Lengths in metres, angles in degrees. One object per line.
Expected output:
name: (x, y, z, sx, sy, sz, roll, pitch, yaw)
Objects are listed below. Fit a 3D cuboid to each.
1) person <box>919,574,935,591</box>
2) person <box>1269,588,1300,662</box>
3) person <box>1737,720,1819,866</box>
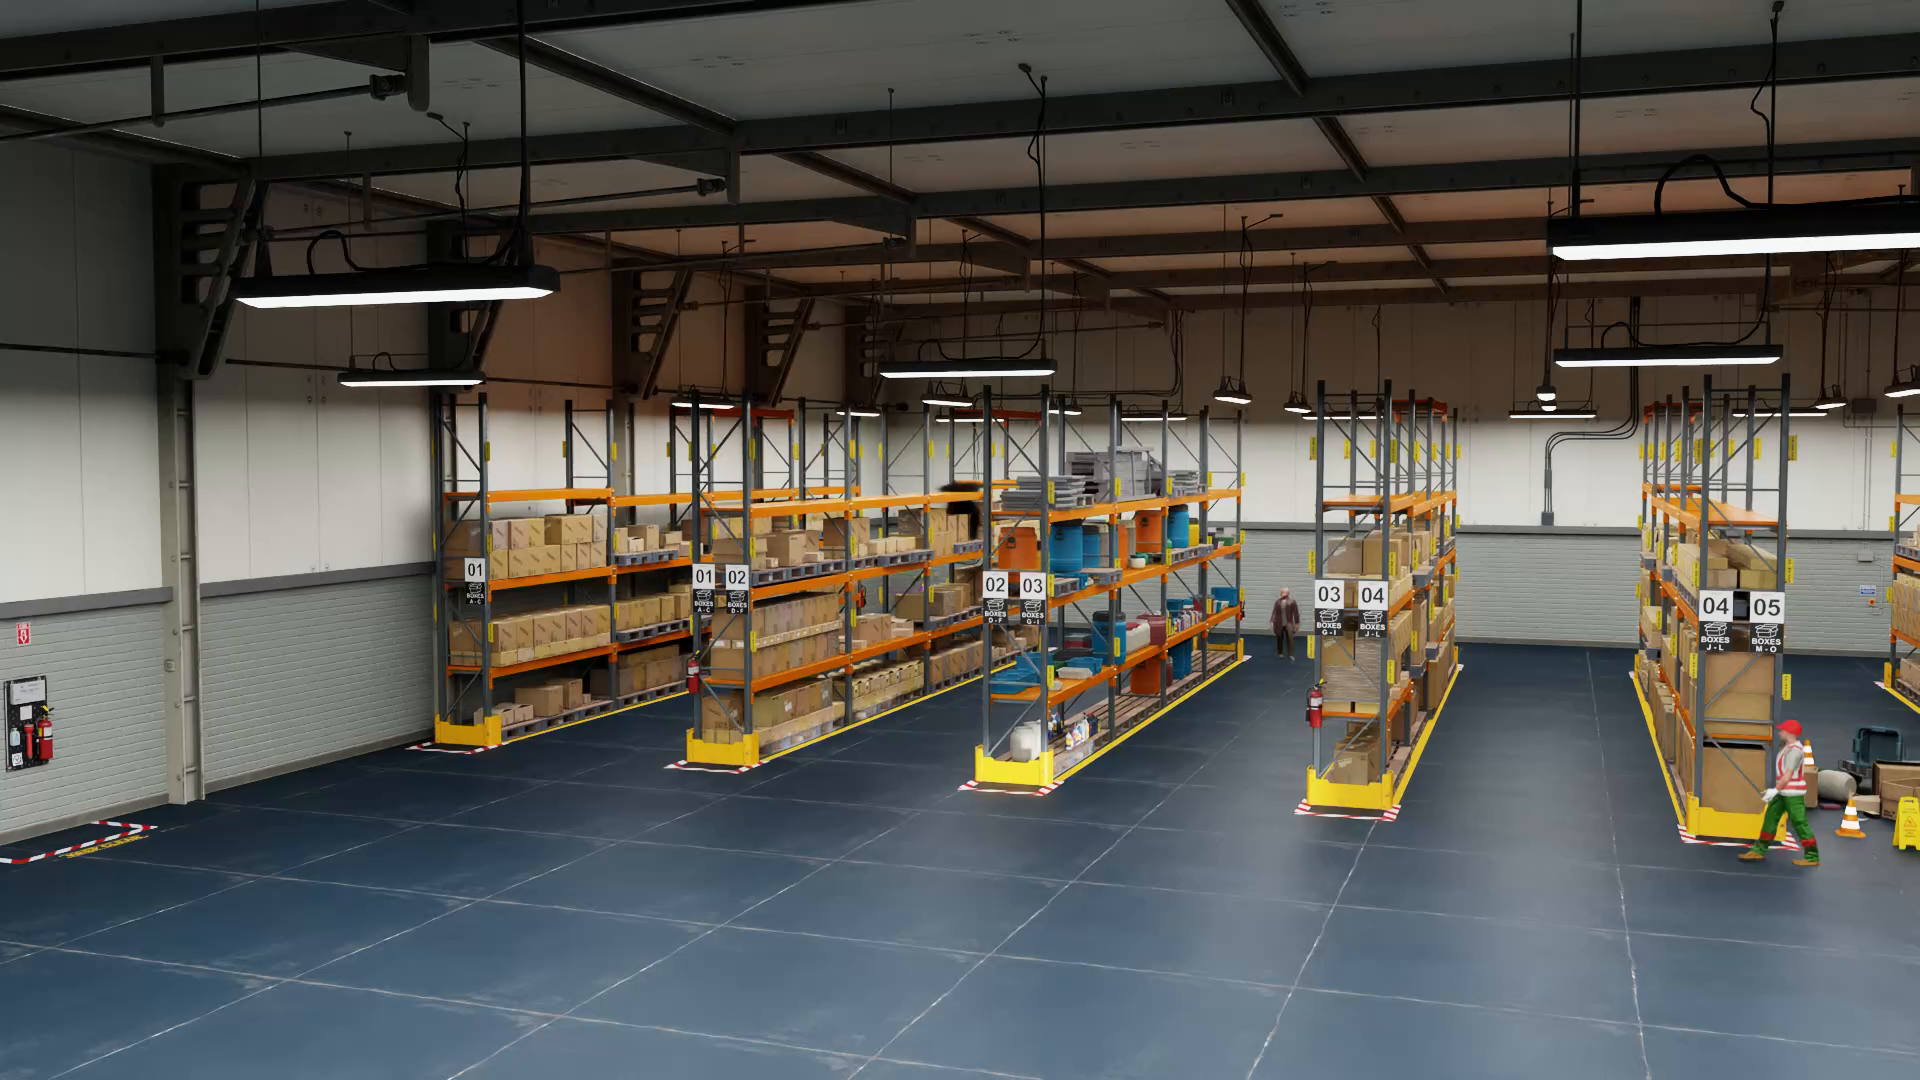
person: (-0.803, 1.753, 44.186, 0.476, 1.755, 0.600, 2, 3, 28)
person: (7.723, 2.002, 39.546, 0.726, 1.719, 1.110, 0, 3, 5)
person: (9.888, 3.036, 20.019, 0.863, 1.766, 0.549, 1, 3, 14)
